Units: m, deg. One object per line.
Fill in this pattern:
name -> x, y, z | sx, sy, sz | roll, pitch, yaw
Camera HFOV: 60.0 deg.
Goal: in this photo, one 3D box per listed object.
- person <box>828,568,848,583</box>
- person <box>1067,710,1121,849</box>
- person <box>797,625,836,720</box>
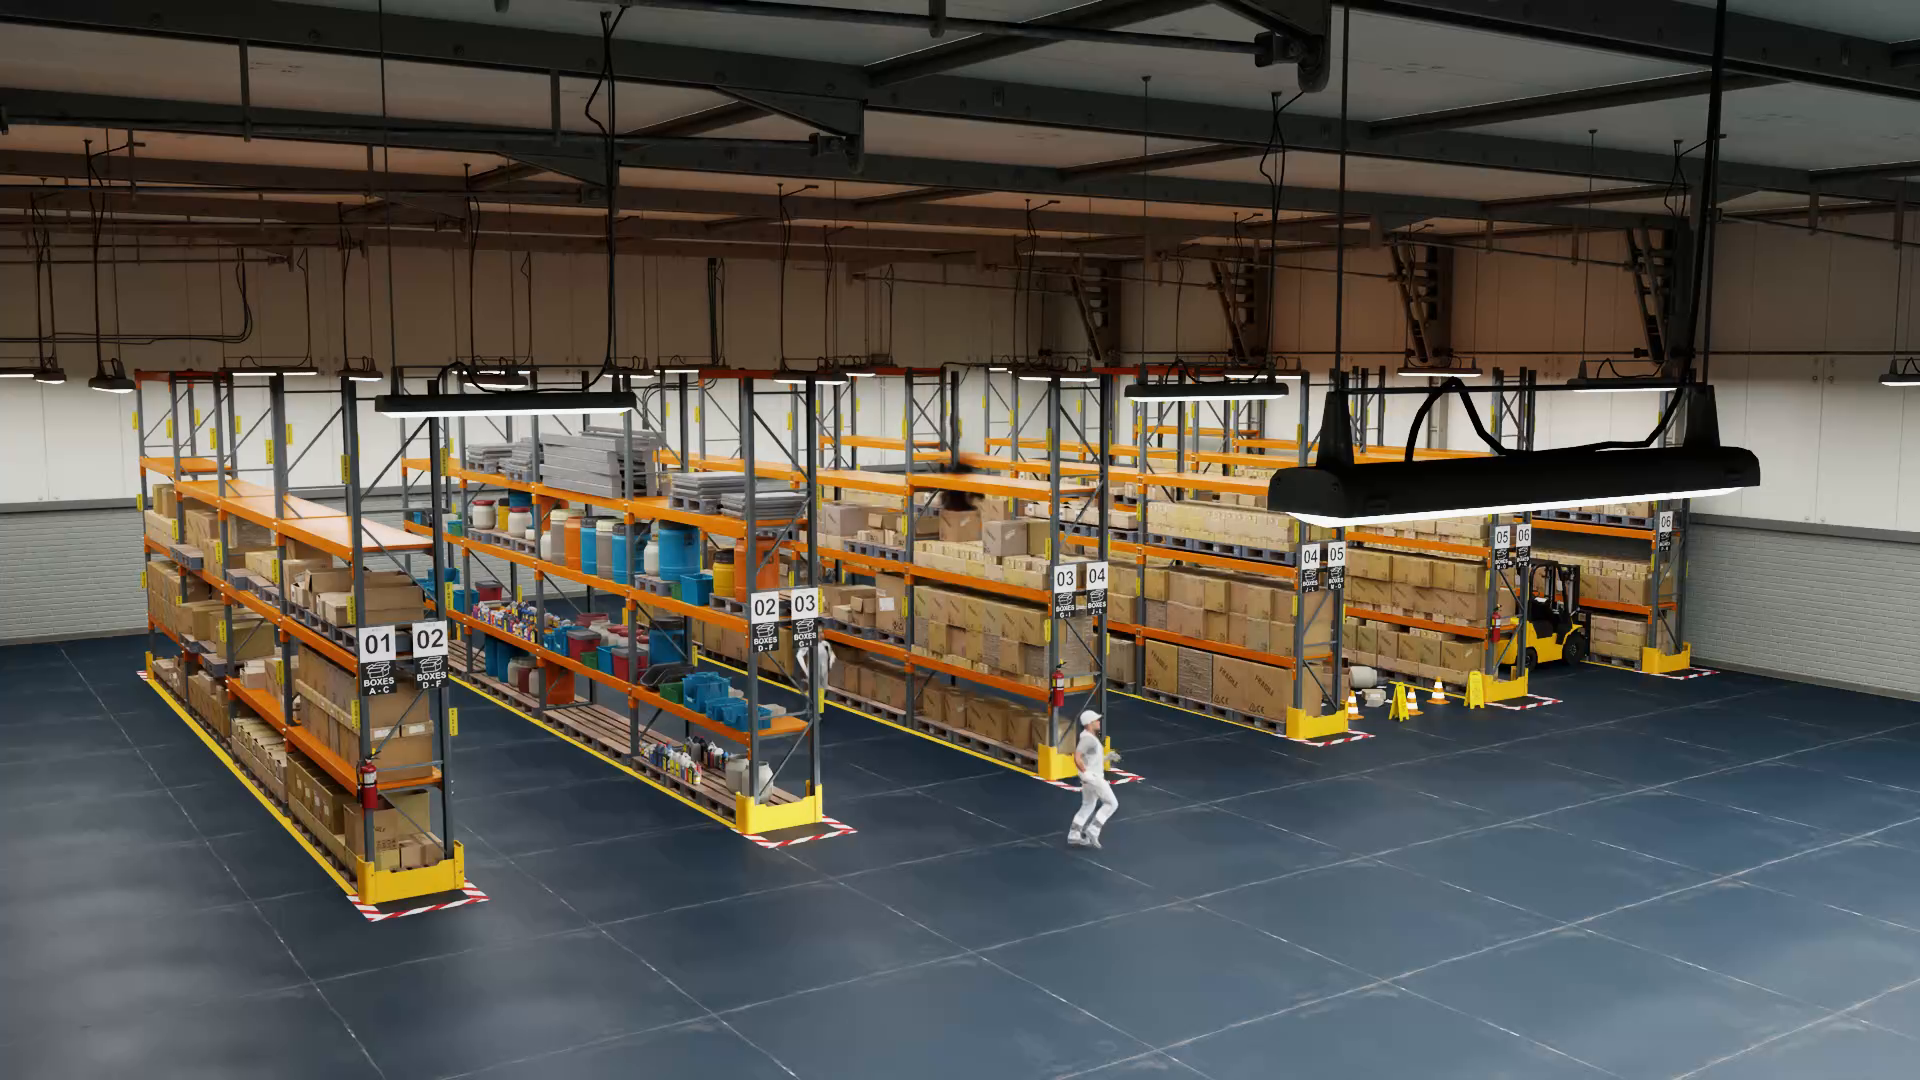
person -> -3.020, 0.750, 41.933 | 0.613, 1.697, 0.736 | -1, 6, -6
person -> 1.723, 3.050, 21.223 | 0.688, 1.773, 0.648 | -1, 6, -5
person -> -2.410, 2.280, 28.448 | 0.667, 1.666, 0.532 | -4, 8, -31
